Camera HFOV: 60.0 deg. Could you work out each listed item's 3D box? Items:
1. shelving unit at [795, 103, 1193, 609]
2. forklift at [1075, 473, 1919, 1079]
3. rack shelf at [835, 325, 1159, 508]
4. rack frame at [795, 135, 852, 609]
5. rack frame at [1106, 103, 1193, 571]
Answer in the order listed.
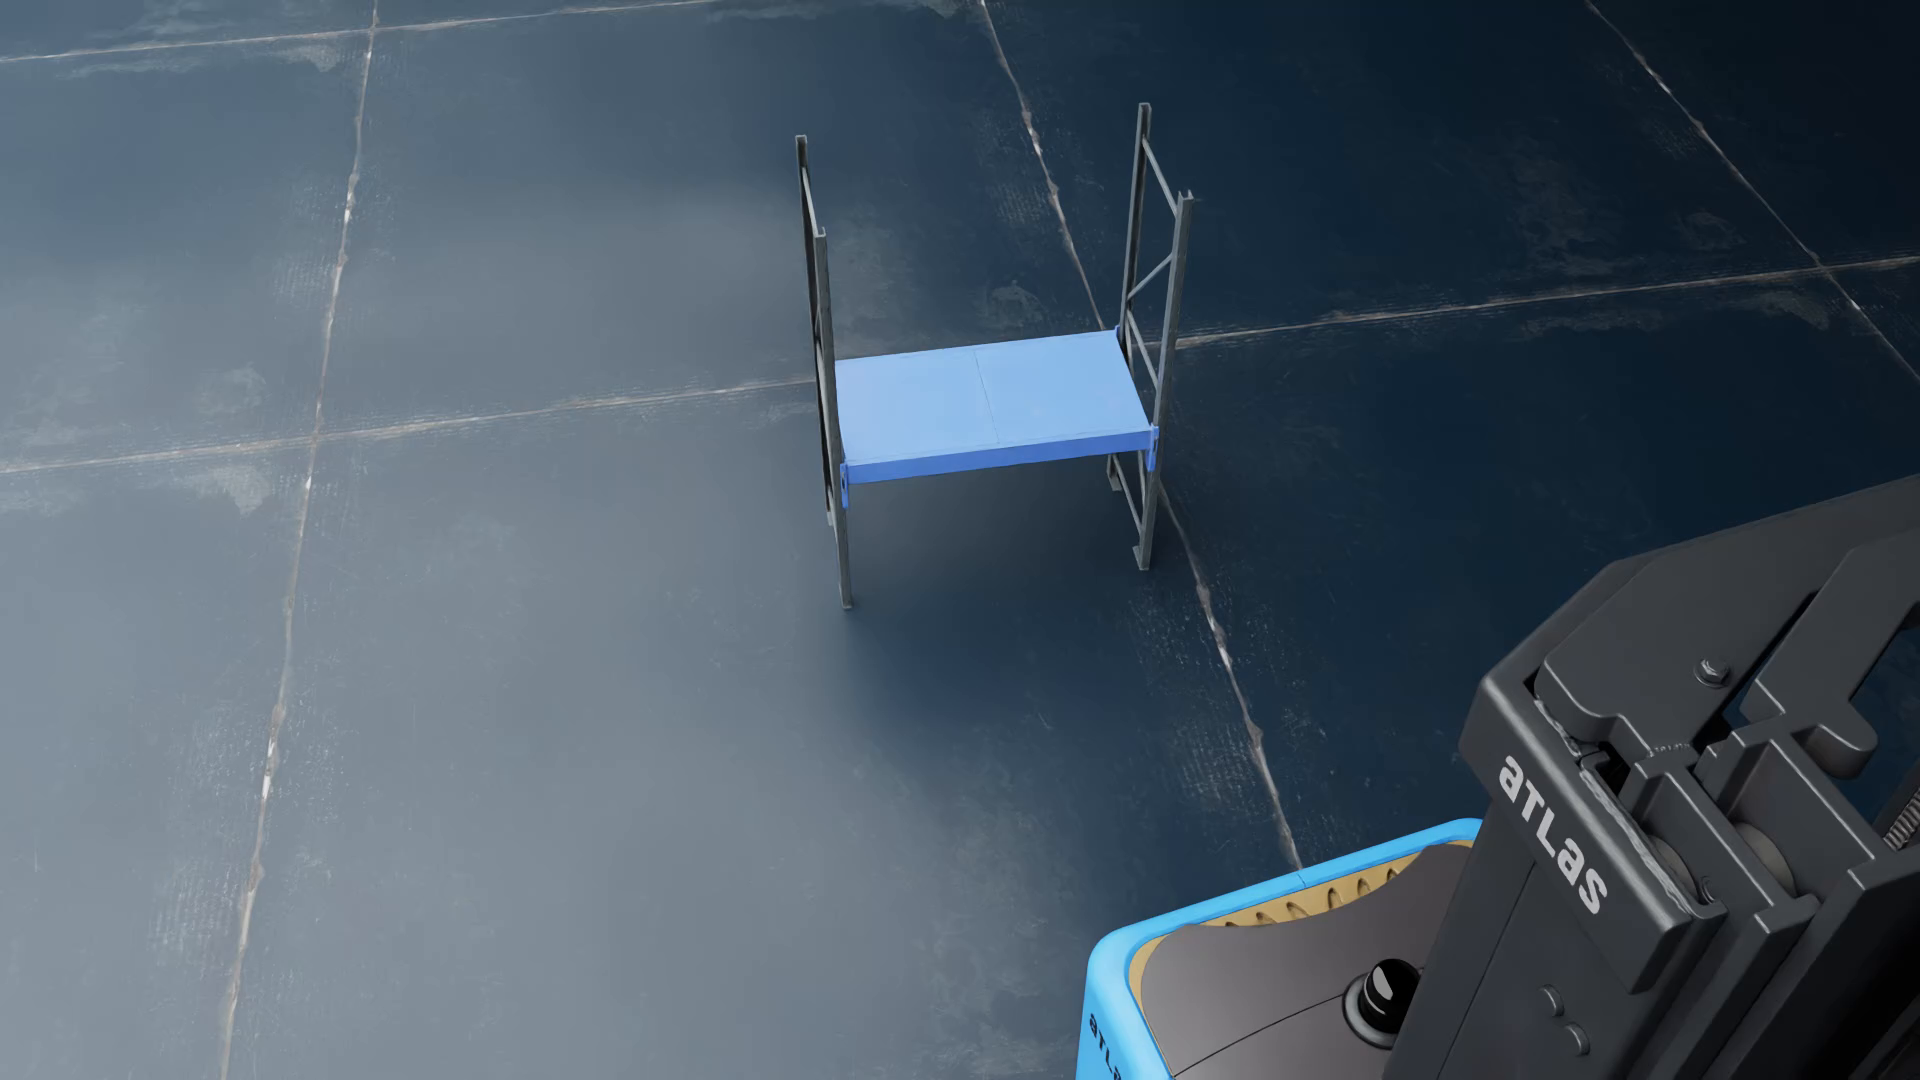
[{"bbox_3d":[0.084,-0.531,5.220,1.048,1.500,0.538,-7,46,-7],"label":"shelving unit"},{"bbox_3d":[1.224,1.444,2.323,1.130,2.935,3.031,-14,48,-14],"label":"forklift"},{"bbox_3d":[0.084,-0.406,5.350,1.000,0.185,0.538,-7,46,-7],"label":"rack shelf"},{"bbox_3d":[-0.417,-0.468,5.160,0.032,1.500,0.500,-7,46,-7],"label":"rack frame"},{"bbox_3d":[0.585,-0.593,5.280,0.032,1.500,0.500,-7,46,-7],"label":"rack frame"}]
